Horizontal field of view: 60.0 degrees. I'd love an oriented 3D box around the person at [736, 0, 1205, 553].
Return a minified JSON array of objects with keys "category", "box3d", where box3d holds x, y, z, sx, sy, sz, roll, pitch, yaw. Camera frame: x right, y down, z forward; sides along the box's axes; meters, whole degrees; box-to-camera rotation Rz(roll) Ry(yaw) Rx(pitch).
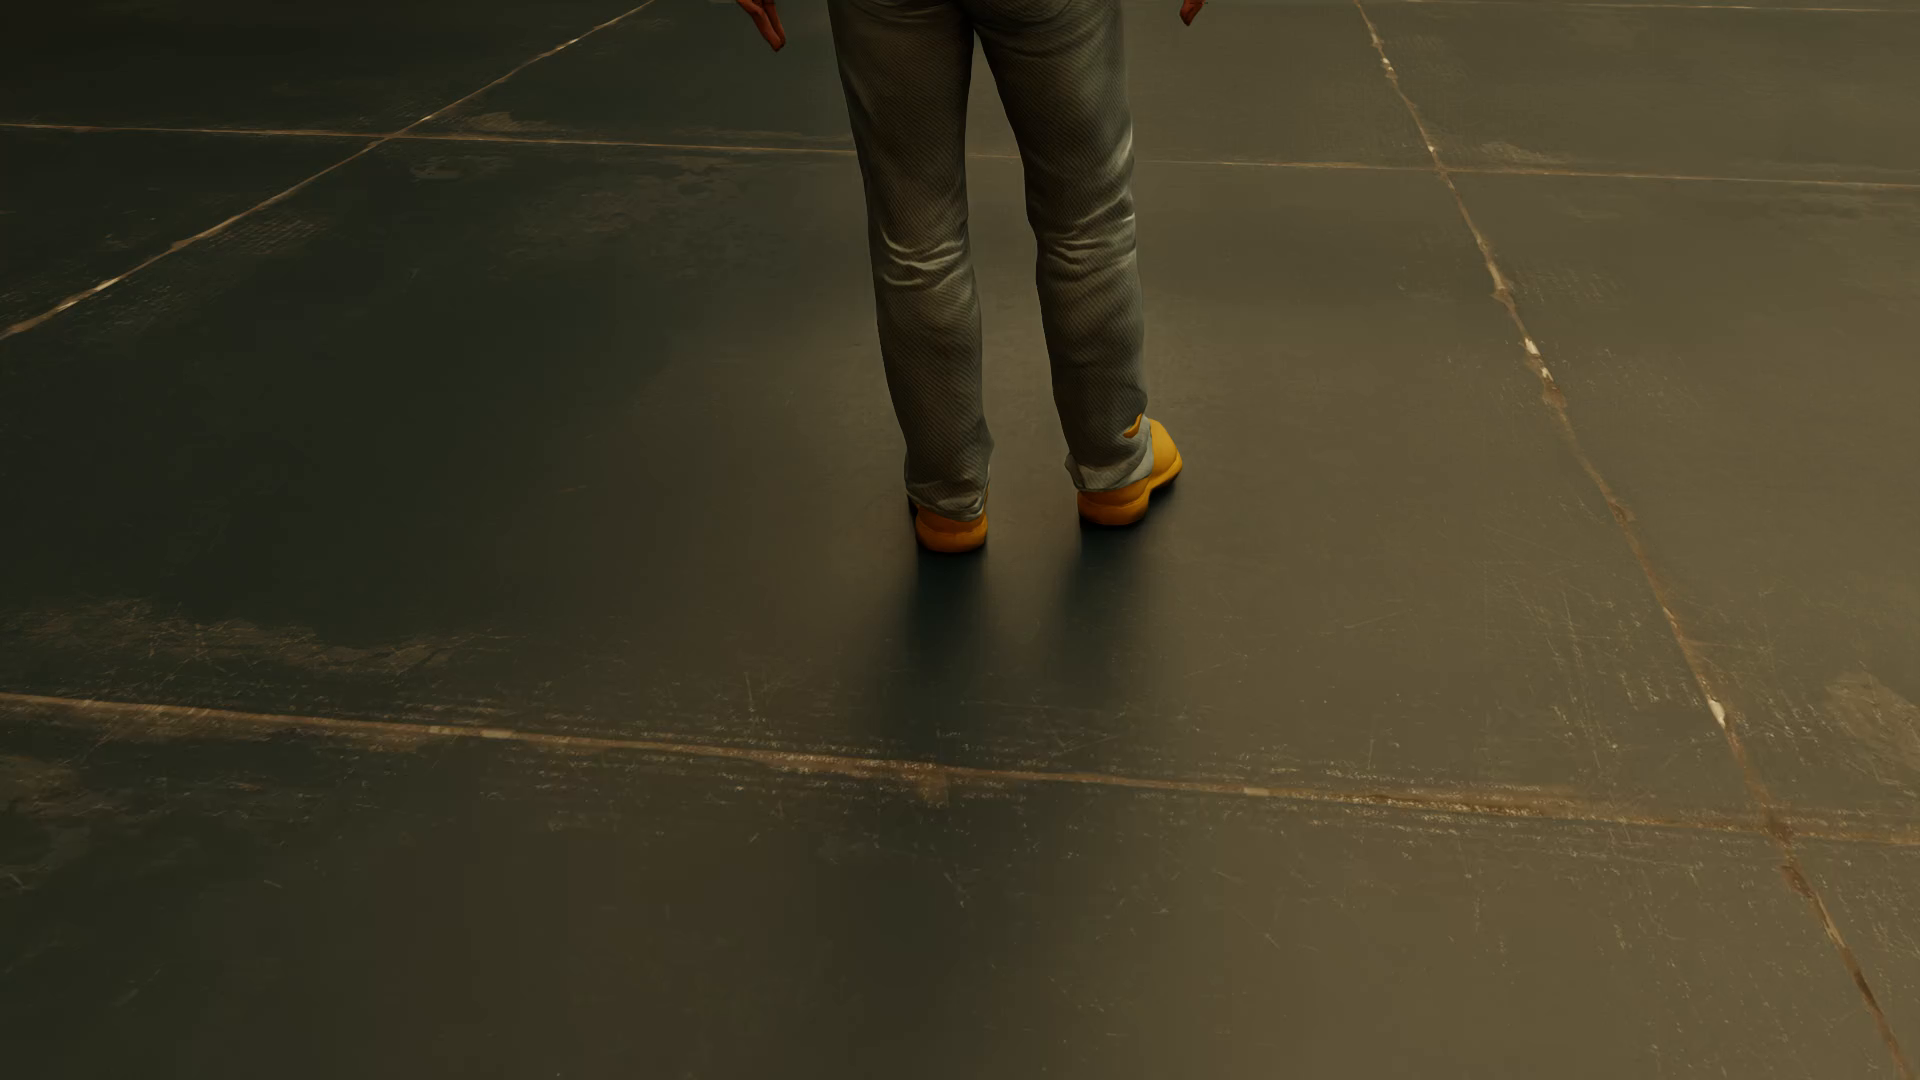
[{"category":"person","box3d":[0.014,-0.827,2.164,0.666,1.768,0.575,3,27,7]}]
